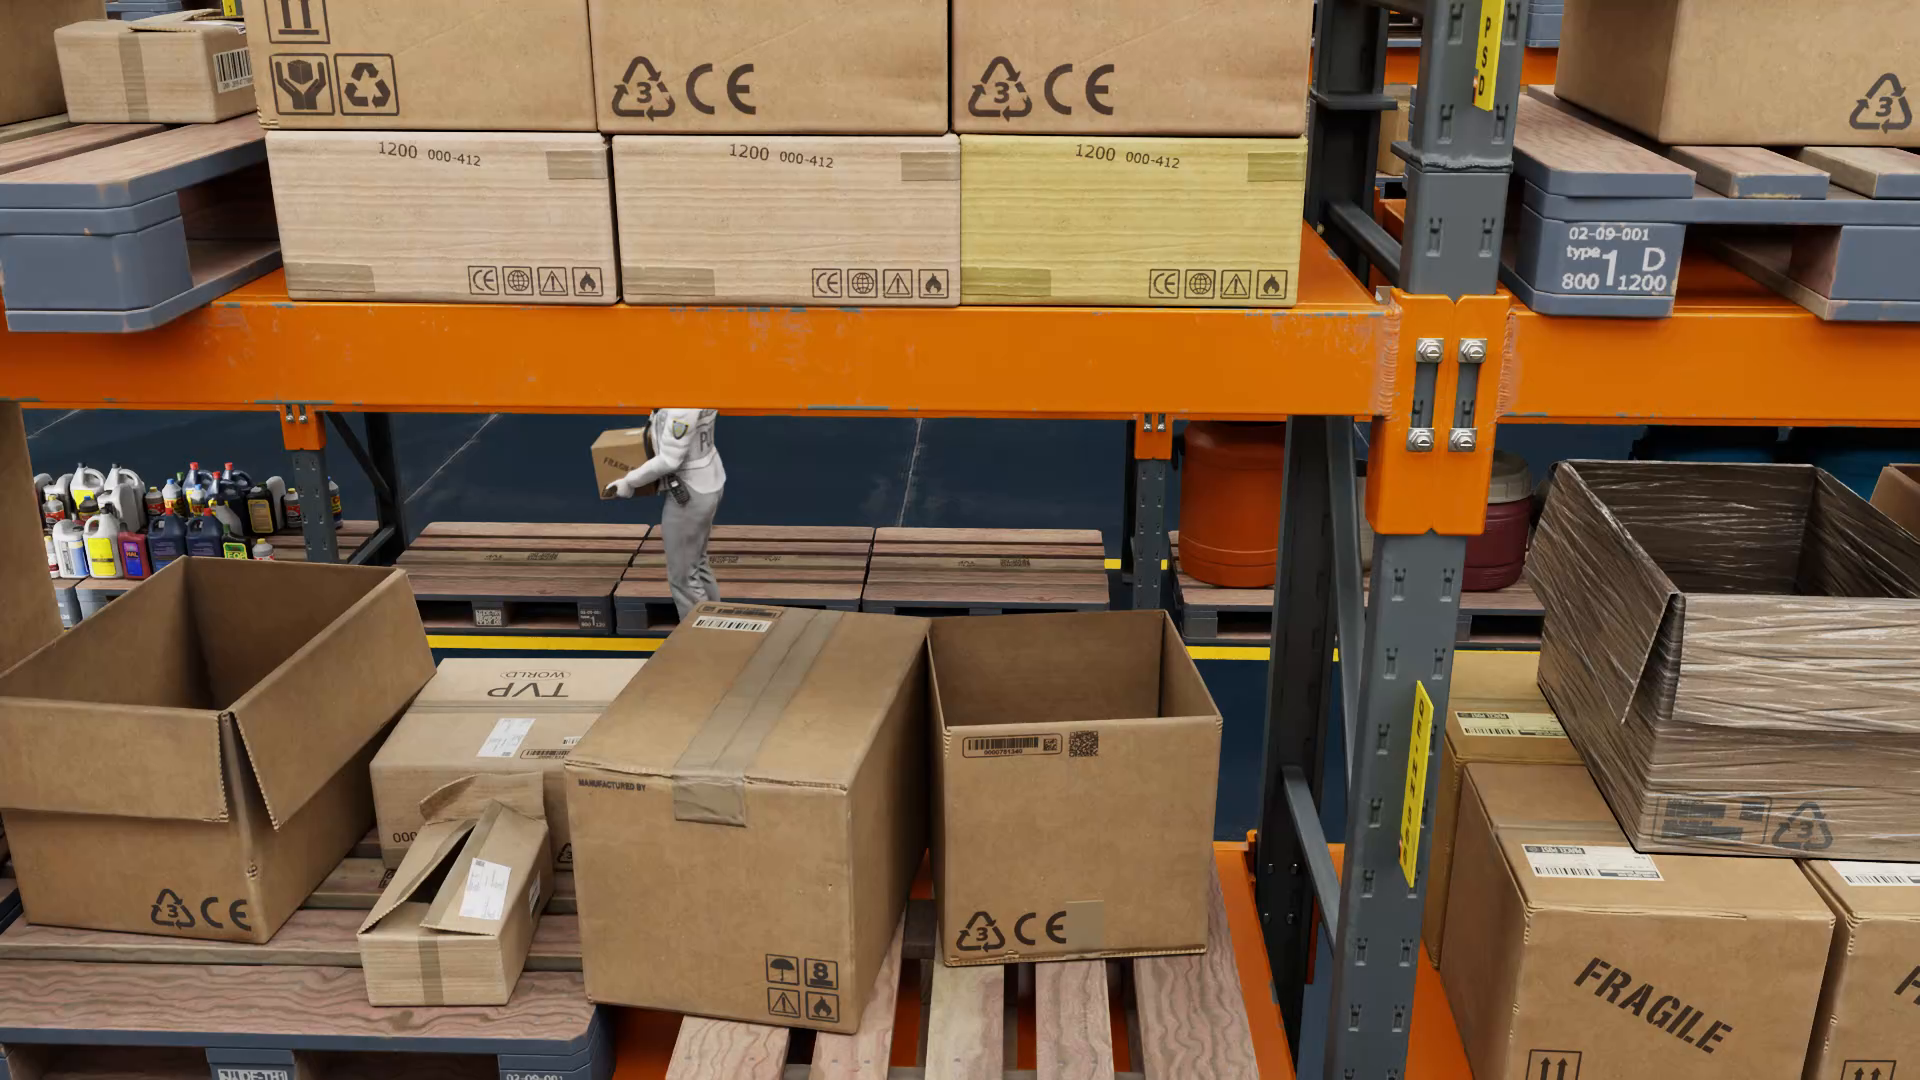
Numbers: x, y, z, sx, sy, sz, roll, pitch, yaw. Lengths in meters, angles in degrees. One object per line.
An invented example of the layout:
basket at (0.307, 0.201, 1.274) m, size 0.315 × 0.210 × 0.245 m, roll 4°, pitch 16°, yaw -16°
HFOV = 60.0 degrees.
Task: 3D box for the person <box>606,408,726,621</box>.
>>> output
person at (-1.310, -0.208, 7.580) m, size 0.540 × 1.691 × 0.474 m, roll 1°, pitch 21°, yaw 1°
